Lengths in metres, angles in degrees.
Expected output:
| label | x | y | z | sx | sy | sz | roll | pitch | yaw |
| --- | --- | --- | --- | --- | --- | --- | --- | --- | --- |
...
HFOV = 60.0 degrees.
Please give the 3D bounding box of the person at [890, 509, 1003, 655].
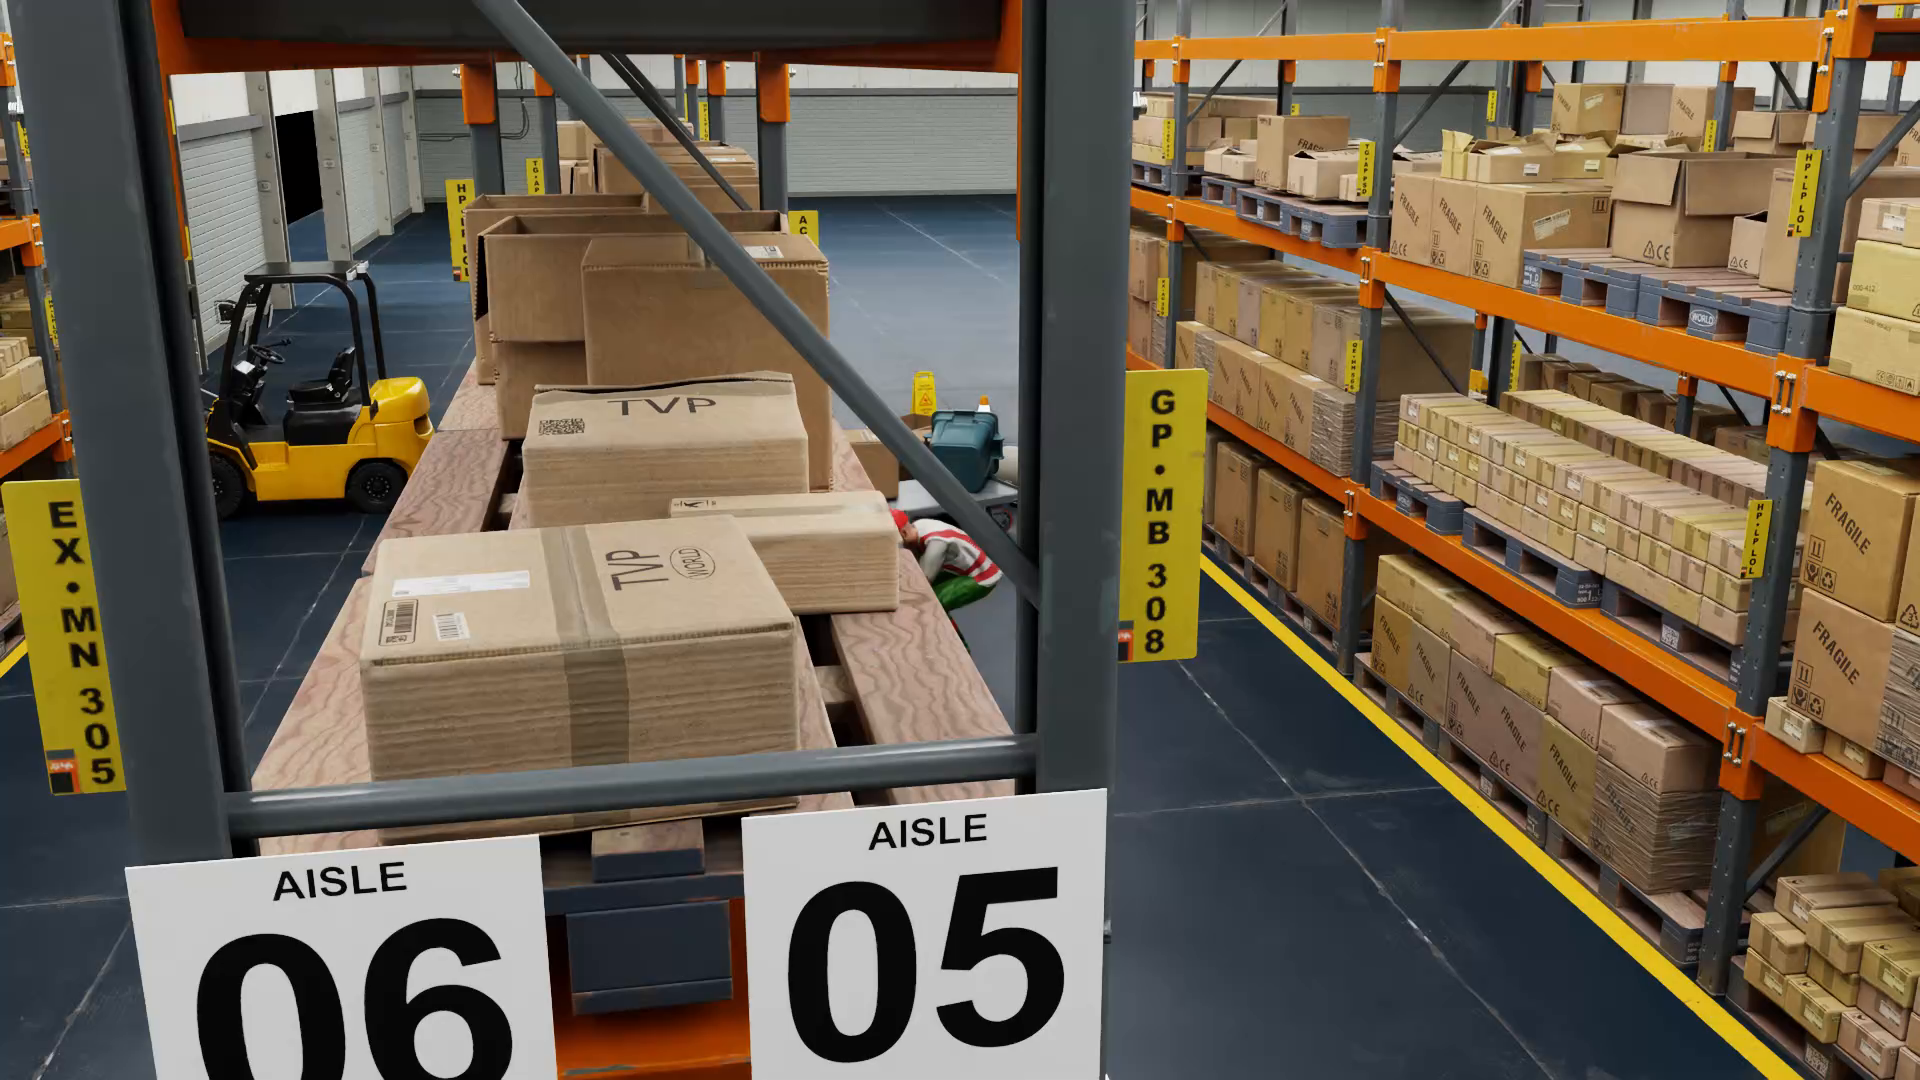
| label | x | y | z | sx | sy | sz | roll | pitch | yaw |
| --- | --- | --- | --- | --- | --- | --- | --- | --- | --- |
| person | -0.136 | 0.298 | 11.224 | 0.866 | 1.090 | 0.571 | -3 | 16 | -11 |
